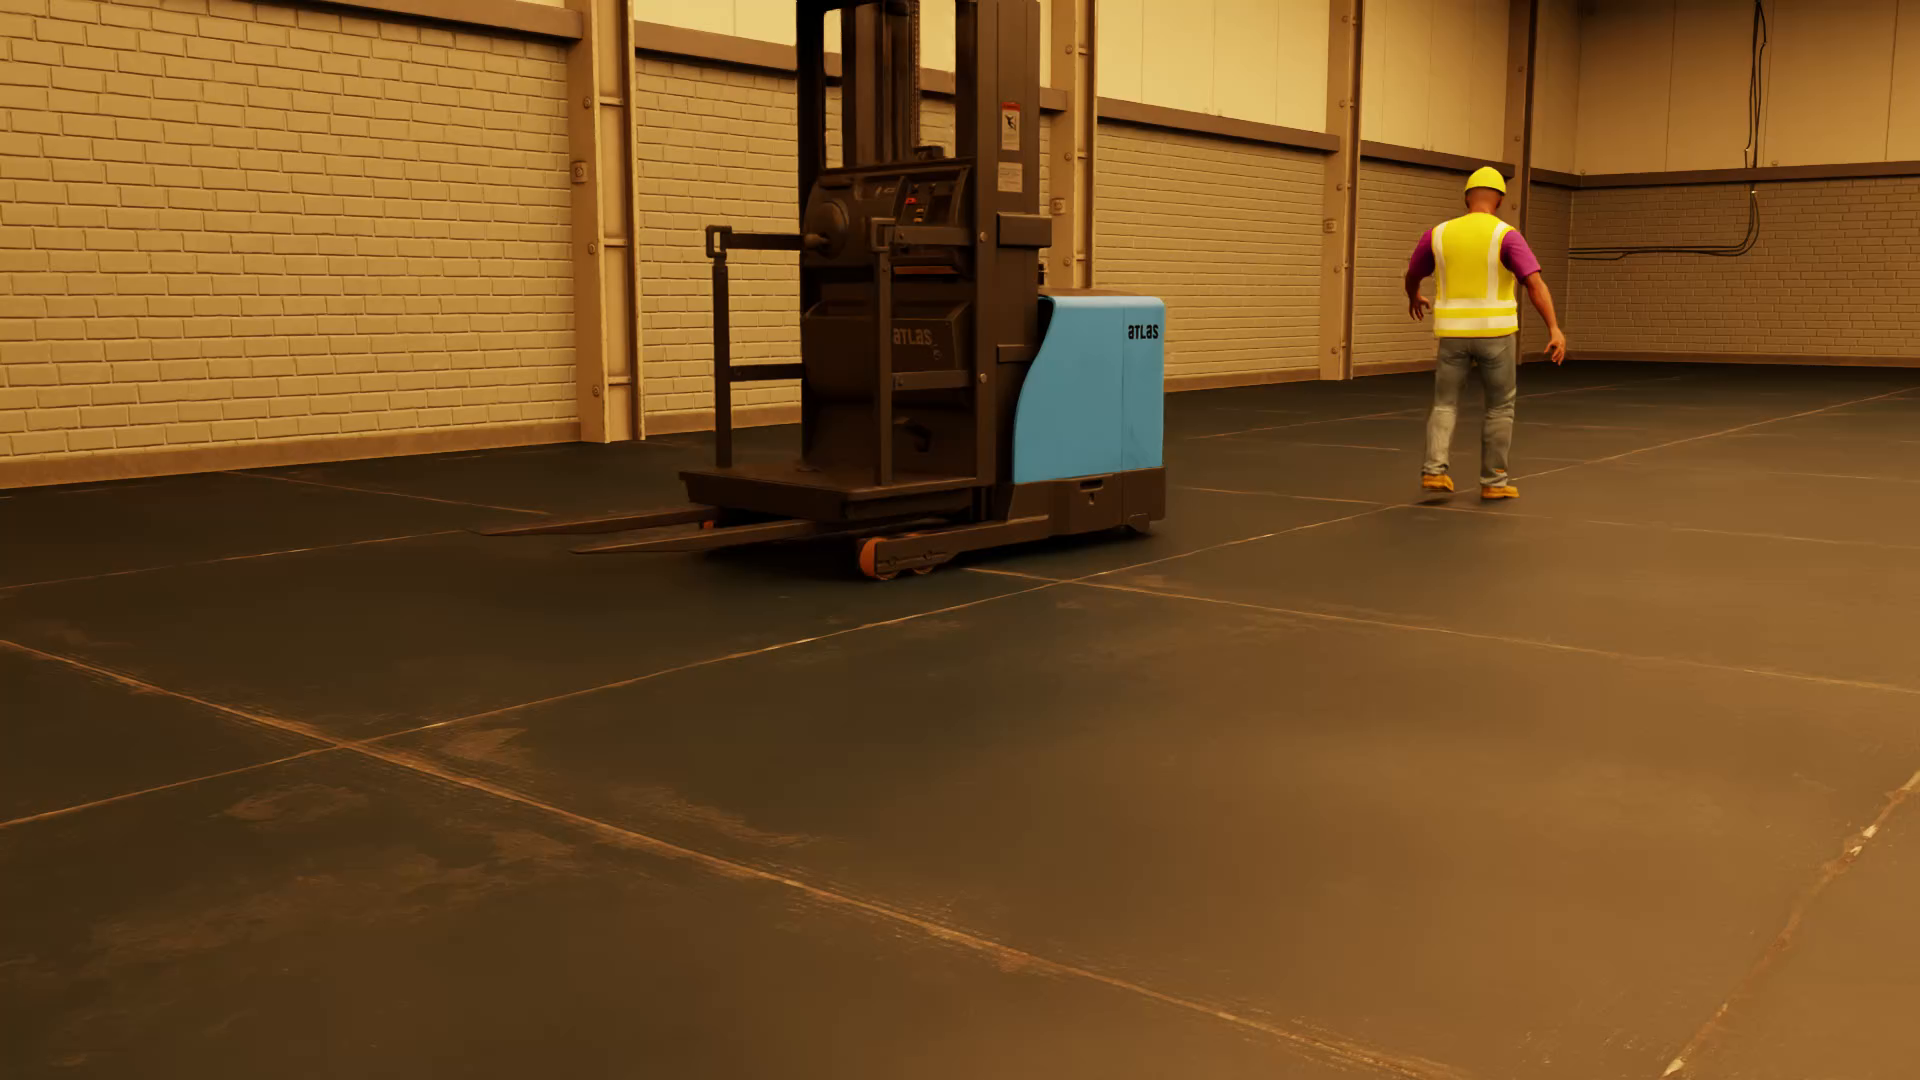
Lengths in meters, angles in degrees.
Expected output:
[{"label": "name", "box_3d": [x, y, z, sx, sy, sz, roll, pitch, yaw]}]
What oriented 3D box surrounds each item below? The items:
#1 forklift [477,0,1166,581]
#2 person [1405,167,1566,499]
[{"label": "forklift", "box_3d": [-0.458, -1.378, 6.698, 1.130, 2.935, 3.031, 8, 12, 44]}, {"label": "person", "box_3d": [2.748, -1.080, 8.779, 0.982, 1.745, 0.740, 6, 10, 35]}]
